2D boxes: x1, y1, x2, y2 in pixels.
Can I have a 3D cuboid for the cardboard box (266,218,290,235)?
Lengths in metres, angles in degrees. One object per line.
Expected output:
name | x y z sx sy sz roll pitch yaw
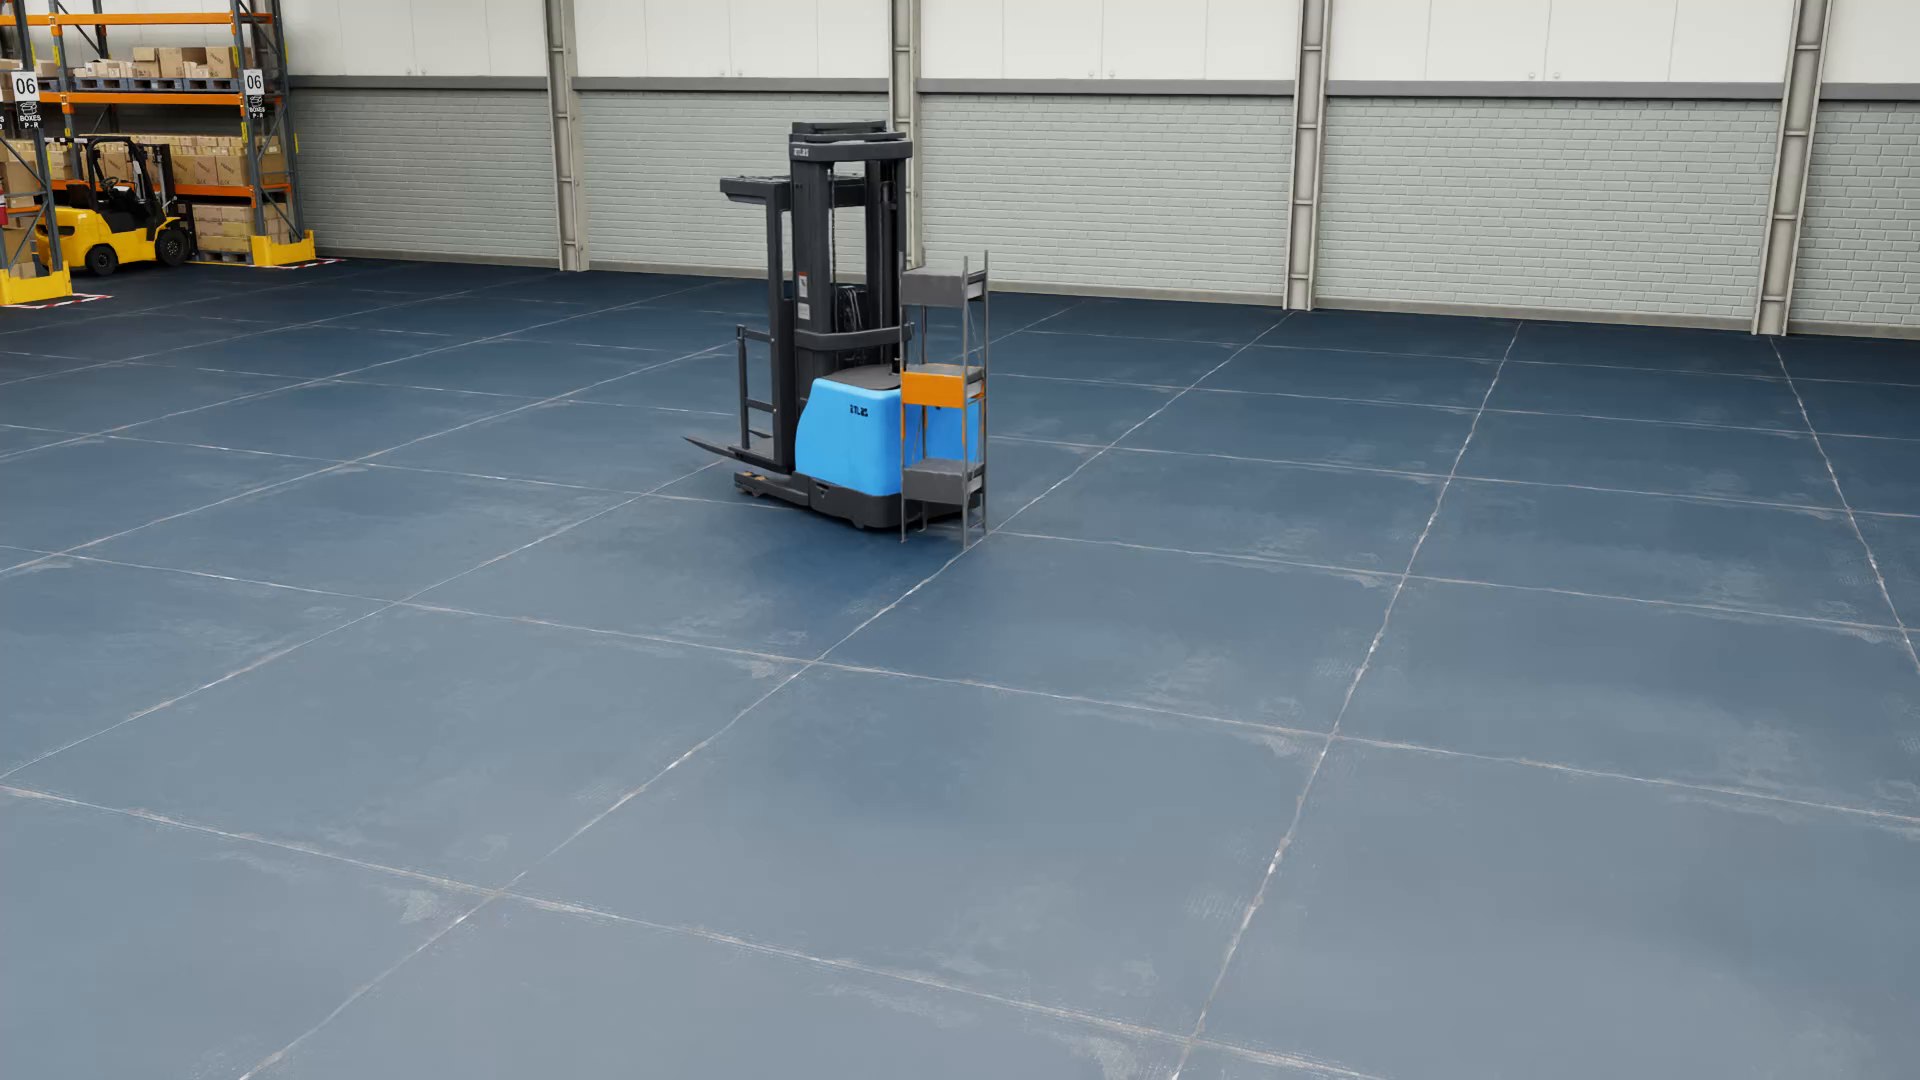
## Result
cardboard box | -12.022 -5.460 28.884 0.500 0.250 0.500 7 17 22

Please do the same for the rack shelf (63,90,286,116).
rack shelf | -13.522 -7.537 28.665 4.000 0.370 1.077 6 17 21

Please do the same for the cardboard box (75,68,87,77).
cardboard box | -15.076 -8.091 28.802 0.250 0.149 0.380 7 17 22

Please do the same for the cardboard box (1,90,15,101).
cardboard box | -13.668 -6.387 23.866 0.250 0.149 0.380 6 17 21

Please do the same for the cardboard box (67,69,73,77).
cardboard box | -16.100 -8.354 29.706 0.250 0.149 0.380 6 17 21

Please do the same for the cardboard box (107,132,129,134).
cardboard box | -14.974 -7.194 29.699 0.250 0.149 0.380 6 17 21

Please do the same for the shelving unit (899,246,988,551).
shelving unit | -0.112 -1.006 11.872 0.503 2.100 0.431 7 18 23

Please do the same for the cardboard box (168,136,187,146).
cardboard box | -13.296 -6.826 28.430 0.250 0.149 0.380 7 17 22

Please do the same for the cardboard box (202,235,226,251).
cardboard box | -12.673 -5.138 28.670 0.500 0.250 0.500 6 17 21

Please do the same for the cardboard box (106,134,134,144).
cardboard box | -14.678 -7.012 29.071 0.250 0.149 0.380 6 17 20

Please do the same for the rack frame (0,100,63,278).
rack frame | -13.479 -4.949 23.842 0.127 3.000 1.000 6 17 21

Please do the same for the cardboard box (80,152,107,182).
cardboard box | -15.065 -6.581 29.284 0.500 0.500 0.500 6 17 19

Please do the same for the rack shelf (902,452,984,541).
rack shelf | -0.112 -0.321 12.071 0.480 0.518 0.431 7 18 23

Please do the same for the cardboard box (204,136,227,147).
cardboard box | -12.566 -6.758 28.197 0.250 0.149 0.380 7 17 22

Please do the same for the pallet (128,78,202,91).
pallet | -13.448 -7.839 28.573 1.213 0.211 1.003 6 17 21

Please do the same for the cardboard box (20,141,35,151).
cardboard box | -16.530 -7.036 29.687 0.250 0.149 0.380 6 17 19

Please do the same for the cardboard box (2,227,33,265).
cardboard box | -14.150 -4.347 24.602 0.500 0.500 0.500 6 17 19

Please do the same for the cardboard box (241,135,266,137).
cardboard box | -12.120 -6.873 28.591 0.250 0.149 0.380 7 18 23

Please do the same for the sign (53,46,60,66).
sign | -15.572 -8.345 28.665 0.005 0.325 0.100 6 17 21

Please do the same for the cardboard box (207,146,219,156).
cardboard box | -12.554 -6.620 28.255 0.250 0.149 0.380 7 17 22

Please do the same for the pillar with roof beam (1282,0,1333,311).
pillar with roof beam | 3.187 -6.465 18.303 0.400 9.000 9.100 6 17 21

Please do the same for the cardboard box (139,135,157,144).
cardboard box | -13.967 -6.928 28.781 0.250 0.149 0.380 6 17 20

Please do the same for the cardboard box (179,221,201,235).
cardboard box | -13.179 -5.429 28.775 0.500 0.250 0.500 6 17 19

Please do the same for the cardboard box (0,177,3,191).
cardboard box | -14.085 -5.124 23.732 0.500 0.500 0.500 6 17 20

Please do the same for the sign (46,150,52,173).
sign | -13.280 -5.506 24.206 0.005 0.325 0.100 6 17 21

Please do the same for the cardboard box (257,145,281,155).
cardboard box | -11.882 -6.699 28.525 0.250 0.149 0.380 6 17 19

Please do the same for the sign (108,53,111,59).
sign | -15.180 -8.517 29.682 0.005 0.325 0.100 6 17 21

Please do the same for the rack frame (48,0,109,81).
rack frame | -15.382 -9.527 28.851 0.127 3.000 1.000 6 17 21

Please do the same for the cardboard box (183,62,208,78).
cardboard box | -12.779 -7.895 27.916 0.258 0.266 0.396 6 17 21

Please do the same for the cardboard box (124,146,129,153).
cardboard box | -14.242 -6.788 28.832 0.250 0.149 0.380 6 17 20

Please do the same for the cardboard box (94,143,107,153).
cardboard box | -14.941 -6.879 29.146 0.250 0.149 0.380 7 17 22

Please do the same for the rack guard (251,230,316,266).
rack guard | -11.639 -5.034 28.618 0.348 0.500 1.175 6 17 21

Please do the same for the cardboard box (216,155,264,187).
cardboard box | -12.215 -6.267 28.203 0.500 0.500 0.500 6 17 19

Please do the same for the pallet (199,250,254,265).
pallet | -12.388 -4.965 28.899 1.213 0.211 1.003 6 17 21

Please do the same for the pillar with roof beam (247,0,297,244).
pillar with roof beam | -13.558 -8.307 24.646 0.400 9.000 9.100 6 17 21

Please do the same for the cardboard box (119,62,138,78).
cardboard box | -14.113 -8.041 28.421 0.258 0.266 0.396 6 17 19

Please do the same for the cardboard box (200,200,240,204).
cardboard box | -12.966 -5.801 29.160 0.500 0.250 0.500 6 17 20

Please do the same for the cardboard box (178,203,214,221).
cardboard box | -13.154 -5.664 28.690 0.500 0.250 0.500 7 17 21

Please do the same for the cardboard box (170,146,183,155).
cardboard box | -13.289 -6.684 28.476 0.250 0.149 0.380 6 17 21

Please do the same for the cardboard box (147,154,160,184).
cardboard box | -13.643 -6.424 28.741 0.500 0.500 0.500 6 17 21

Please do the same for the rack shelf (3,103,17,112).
rack shelf | -15.339 -6.249 24.229 4.000 0.370 1.077 6 17 21

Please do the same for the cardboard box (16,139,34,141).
cardboard box | -17.032 -7.265 30.477 0.250 0.149 0.380 6 17 21

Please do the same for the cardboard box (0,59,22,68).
cardboard box | -16.859 -8.383 29.517 0.500 0.311 0.500 6 17 19

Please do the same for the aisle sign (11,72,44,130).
aisle sign | -13.308 -6.272 23.735 0.004 0.787 0.394 6 17 21

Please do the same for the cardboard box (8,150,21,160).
cardboard box | -16.887 -6.903 29.943 0.500 0.250 0.500 7 17 22

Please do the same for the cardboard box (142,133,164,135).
cardboard box | -14.249 -7.125 29.460 0.250 0.149 0.380 6 17 20

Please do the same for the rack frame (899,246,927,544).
rack frame | -0.335 -1.033 11.967 0.015 2.100 0.400 7 18 23

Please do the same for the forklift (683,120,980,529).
forklift | -1.179 -1.831 13.224 1.130 2.935 3.031 -13 21 -38

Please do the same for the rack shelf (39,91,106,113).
rack shelf | -17.243 -7.946 30.074 4.000 0.370 1.077 6 17 21

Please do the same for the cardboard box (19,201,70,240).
cardboard box | -16.591 -5.839 30.414 0.625 0.625 0.875 6 17 20

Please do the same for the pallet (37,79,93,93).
pallet | -16.207 -8.082 29.595 1.217 0.209 0.805 6 17 18
